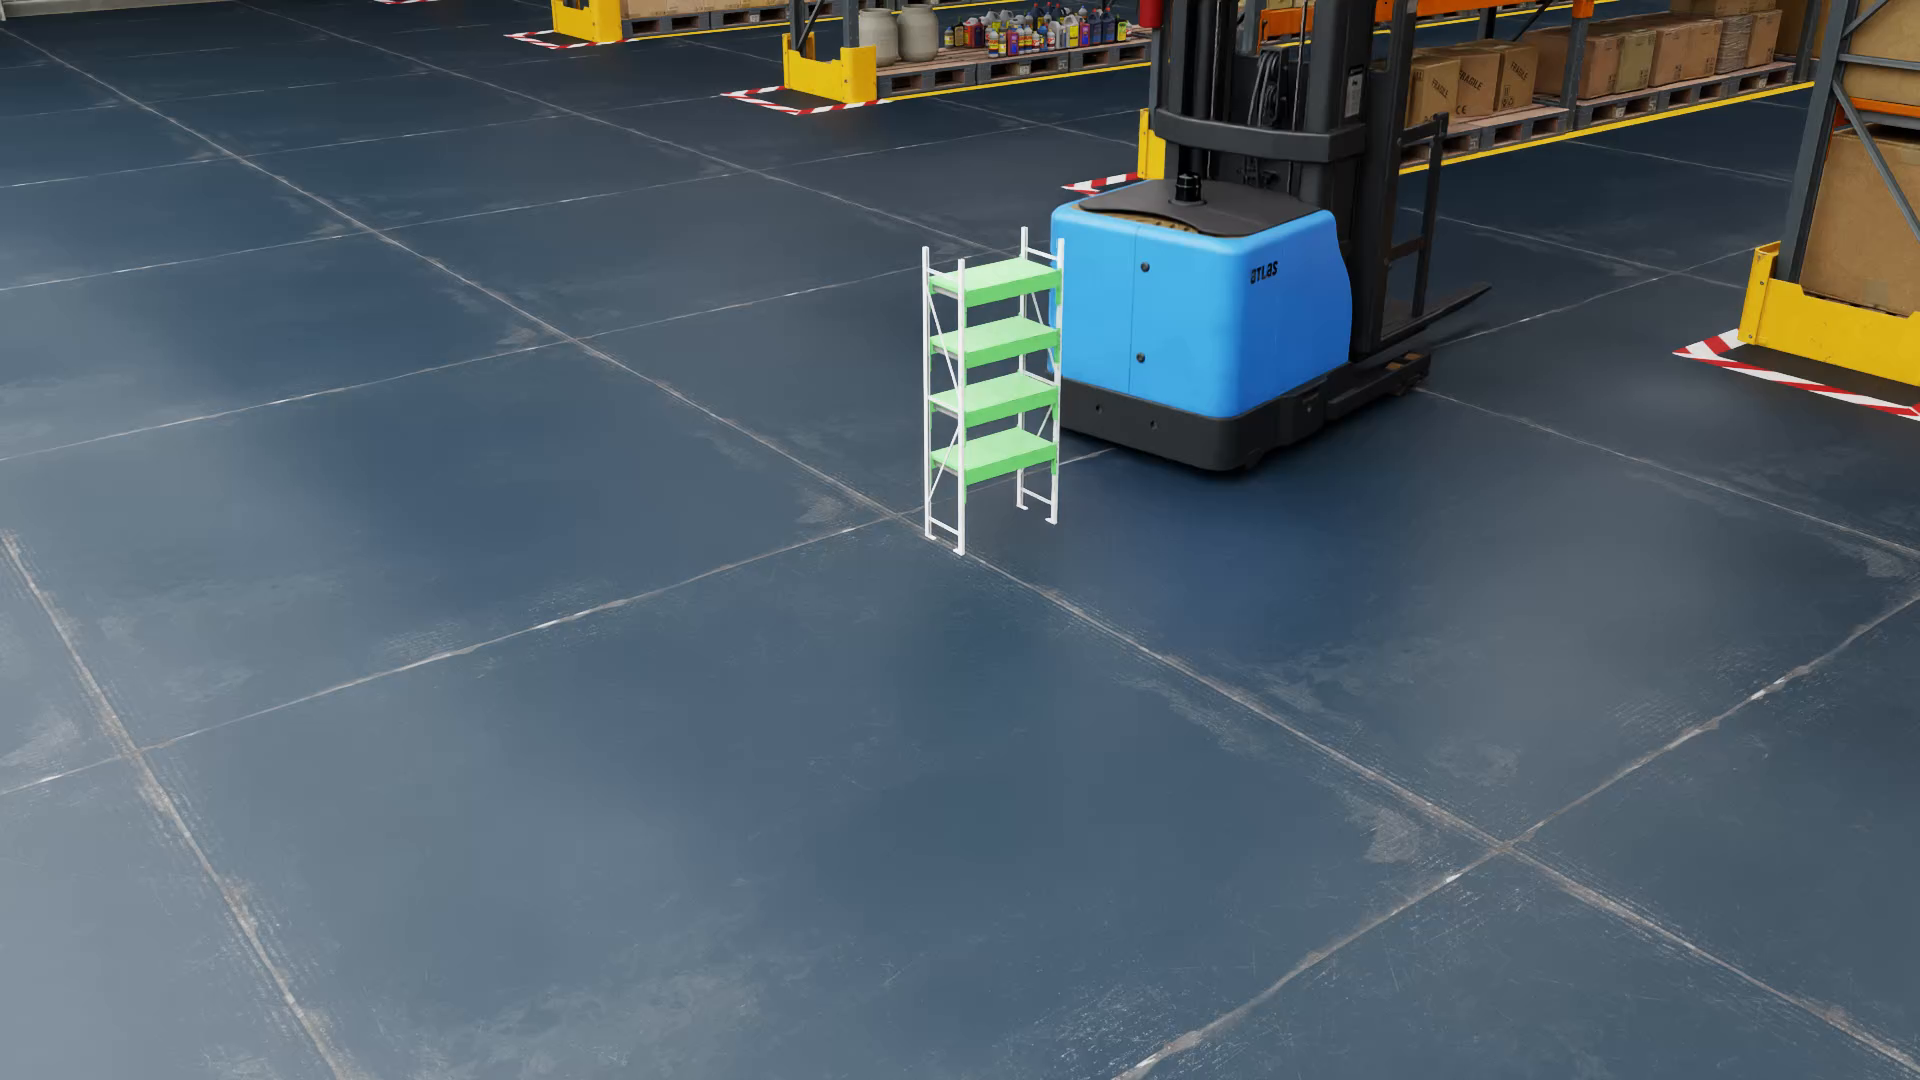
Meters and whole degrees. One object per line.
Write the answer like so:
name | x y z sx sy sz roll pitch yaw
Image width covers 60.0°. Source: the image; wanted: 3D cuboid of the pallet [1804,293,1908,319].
pallet | 5.334 -1.288 9.274 1.213 0.211 1.003 -18 31 -34

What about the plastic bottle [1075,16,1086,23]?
plastic bottle | 1.272 -5.362 17.454 0.135 0.276 0.152 -18 31 -34

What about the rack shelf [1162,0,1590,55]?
rack shelf | 3.346 -4.182 13.052 4.000 0.370 1.077 -18 31 -34

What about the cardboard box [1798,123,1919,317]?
cardboard box | 5.246 -1.744 8.970 0.875 0.875 0.875 -18 30 -34

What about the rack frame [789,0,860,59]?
rack frame | -1.285 -5.629 15.316 0.127 3.000 1.000 -18 31 -34

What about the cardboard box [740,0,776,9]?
cardboard box | -2.597 -6.669 20.324 0.500 0.250 0.500 -18 31 -34

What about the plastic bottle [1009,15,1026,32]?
plastic bottle | 0.600 -5.358 17.445 0.135 0.276 0.152 -18 31 -34

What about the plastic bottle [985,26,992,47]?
plastic bottle | 0.306 -5.238 17.274 0.097 0.201 0.097 0 25 0

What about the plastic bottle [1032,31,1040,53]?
plastic bottle | 0.761 -5.068 16.908 0.097 0.201 0.097 0 25 0

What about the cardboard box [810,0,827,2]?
cardboard box | -1.820 -6.934 20.895 0.500 0.250 0.500 -18 31 -34

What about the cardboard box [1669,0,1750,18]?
cardboard box | 7.147 -5.147 15.834 0.500 0.250 0.500 -14 29 -28

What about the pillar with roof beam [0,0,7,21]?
pillar with roof beam | -9.446 -9.116 15.703 0.400 9.000 9.100 -18 31 -34

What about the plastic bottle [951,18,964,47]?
plastic bottle | -0.029 -5.255 17.215 0.133 0.283 0.061 -17 30 -33

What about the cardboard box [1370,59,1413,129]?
cardboard box | 3.227 -3.525 13.252 0.500 0.500 0.500 -15 29 -29

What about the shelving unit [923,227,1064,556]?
shelving unit | 0.130 -0.587 6.590 0.503 1.200 0.258 -18 31 -34

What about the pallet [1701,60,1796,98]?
pallet | 7.451 -4.599 16.409 1.213 0.211 1.003 -18 31 -34

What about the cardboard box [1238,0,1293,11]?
cardboard box | 2.143 -3.870 11.823 0.250 0.149 0.380 -18 31 -34

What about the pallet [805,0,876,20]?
pallet | -1.842 -6.853 21.265 1.213 0.211 1.003 -18 31 -34

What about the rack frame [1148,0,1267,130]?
rack frame | 1.772 -3.989 11.781 0.127 3.000 1.000 -18 31 -34

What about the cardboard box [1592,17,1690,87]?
cardboard box | 6.243 -4.509 15.349 0.500 0.500 0.700 -21 32 -38

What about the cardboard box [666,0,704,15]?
cardboard box | -3.388 -6.411 19.768 0.500 0.250 0.500 -18 31 -34

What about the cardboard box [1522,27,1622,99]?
cardboard box | 5.416 -4.246 14.782 0.500 0.500 0.700 -21 32 -38

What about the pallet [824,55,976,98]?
pallet | -0.611 -4.609 16.430 1.213 0.211 1.003 -18 31 -34

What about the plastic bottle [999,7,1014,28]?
plastic bottle | 0.489 -5.435 17.521 0.185 0.351 0.144 -19 31 -34

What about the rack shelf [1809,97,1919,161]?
rack shelf | 6.327 -2.512 9.455 4.000 0.370 1.077 -18 31 -34

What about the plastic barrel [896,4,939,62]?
plastic barrel | -0.419 -5.018 16.455 0.421 0.512 0.421 0 25 0

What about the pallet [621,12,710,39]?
pallet | -3.762 -6.219 19.899 1.213 0.211 1.003 -18 31 -34

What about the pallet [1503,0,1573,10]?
pallet | 7.526 -7.295 22.218 1.213 0.211 1.003 -18 31 -34

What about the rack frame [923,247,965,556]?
rack frame | -0.062 -0.524 6.453 0.015 1.200 0.240 -18 31 -34

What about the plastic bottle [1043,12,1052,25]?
plastic bottle | 0.932 -5.480 17.714 0.097 0.271 0.097 0 25 0

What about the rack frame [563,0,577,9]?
rack frame | -4.338 -7.271 18.854 0.127 3.000 1.000 -18 31 -34

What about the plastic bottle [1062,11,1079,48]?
plastic bottle | 1.129 -5.270 17.166 0.185 0.351 0.144 -18 31 -34

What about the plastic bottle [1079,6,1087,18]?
plastic bottle | 1.342 -5.693 18.171 0.097 0.271 0.097 0 25 0

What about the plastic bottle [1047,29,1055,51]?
plastic bottle | 0.923 -5.121 17.023 0.097 0.201 0.097 0 25 0

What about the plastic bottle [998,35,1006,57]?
plastic bottle | 0.416 -4.954 16.663 0.097 0.201 0.097 0 25 0

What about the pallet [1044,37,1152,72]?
pallet | 1.309 -5.243 17.796 1.213 0.211 1.003 -18 31 -34

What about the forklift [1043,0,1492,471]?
forklift | 1.736 -2.171 7.946 1.130 2.935 3.031 20 32 36

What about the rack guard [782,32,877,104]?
rack guard | -1.254 -4.531 15.919 0.348 0.500 1.175 -18 31 -34

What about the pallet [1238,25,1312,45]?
pallet | 3.418 -5.939 19.296 1.213 0.211 1.003 -18 31 -34

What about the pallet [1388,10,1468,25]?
pallet | 5.605 -6.661 20.852 1.213 0.211 1.003 -18 31 -34

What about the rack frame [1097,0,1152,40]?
rack frame | 1.863 -6.668 17.555 0.127 3.000 1.000 -18 31 -34

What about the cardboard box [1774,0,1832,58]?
cardboard box | 8.623 -5.466 16.989 0.875 0.875 1.225 -20 32 -36

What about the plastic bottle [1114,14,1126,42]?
plastic bottle | 1.688 -5.402 17.530 0.133 0.283 0.061 -17 30 -32

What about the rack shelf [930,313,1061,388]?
rack shelf | 0.130 -0.747 6.516 0.480 0.148 0.258 -18 31 -34

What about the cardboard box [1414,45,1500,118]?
cardboard box | 4.134 -3.842 13.936 0.500 0.500 0.500 -9 26 -18

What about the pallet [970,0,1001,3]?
pallet | 0.326 -7.568 22.807 1.213 0.211 1.003 -18 31 -34

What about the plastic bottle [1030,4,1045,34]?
plastic bottle | 0.823 -5.545 17.759 0.185 0.351 0.144 -20 31 -36

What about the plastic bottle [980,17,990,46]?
plastic bottle | 0.215 -5.308 17.337 0.135 0.276 0.152 -19 31 -35

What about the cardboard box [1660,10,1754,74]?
cardboard box | 7.124 -4.803 15.983 0.500 0.500 0.700 -21 32 -38

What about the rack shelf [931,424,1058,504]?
rack shelf | 0.130 -0.312 6.718 0.480 0.148 0.258 -18 31 -34

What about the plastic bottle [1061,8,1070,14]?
plastic bottle | 1.104 -5.602 17.970 0.135 0.276 0.152 -17 30 -32

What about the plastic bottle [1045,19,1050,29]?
plastic bottle | 0.933 -5.233 17.167 0.133 0.283 0.061 -18 31 -34

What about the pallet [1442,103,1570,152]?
pallet | 4.413 -3.577 14.206 1.213 0.211 1.003 -18 31 -34

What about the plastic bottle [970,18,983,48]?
plastic bottle | 0.172 -5.240 17.182 0.133 0.283 0.061 -18 31 -34

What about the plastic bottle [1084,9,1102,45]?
plastic bottle | 1.383 -5.354 17.347 0.185 0.351 0.144 -20 32 -37

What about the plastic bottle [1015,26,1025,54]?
plastic bottle | 0.604 -5.048 16.782 0.097 0.271 0.097 0 25 0

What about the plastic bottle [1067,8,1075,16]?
plastic bottle | 1.171 -5.570 17.893 0.133 0.283 0.061 -18 31 -34

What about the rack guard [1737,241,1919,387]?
rack guard | 4.734 -1.179 8.697 0.348 0.500 1.175 -18 31 -34
